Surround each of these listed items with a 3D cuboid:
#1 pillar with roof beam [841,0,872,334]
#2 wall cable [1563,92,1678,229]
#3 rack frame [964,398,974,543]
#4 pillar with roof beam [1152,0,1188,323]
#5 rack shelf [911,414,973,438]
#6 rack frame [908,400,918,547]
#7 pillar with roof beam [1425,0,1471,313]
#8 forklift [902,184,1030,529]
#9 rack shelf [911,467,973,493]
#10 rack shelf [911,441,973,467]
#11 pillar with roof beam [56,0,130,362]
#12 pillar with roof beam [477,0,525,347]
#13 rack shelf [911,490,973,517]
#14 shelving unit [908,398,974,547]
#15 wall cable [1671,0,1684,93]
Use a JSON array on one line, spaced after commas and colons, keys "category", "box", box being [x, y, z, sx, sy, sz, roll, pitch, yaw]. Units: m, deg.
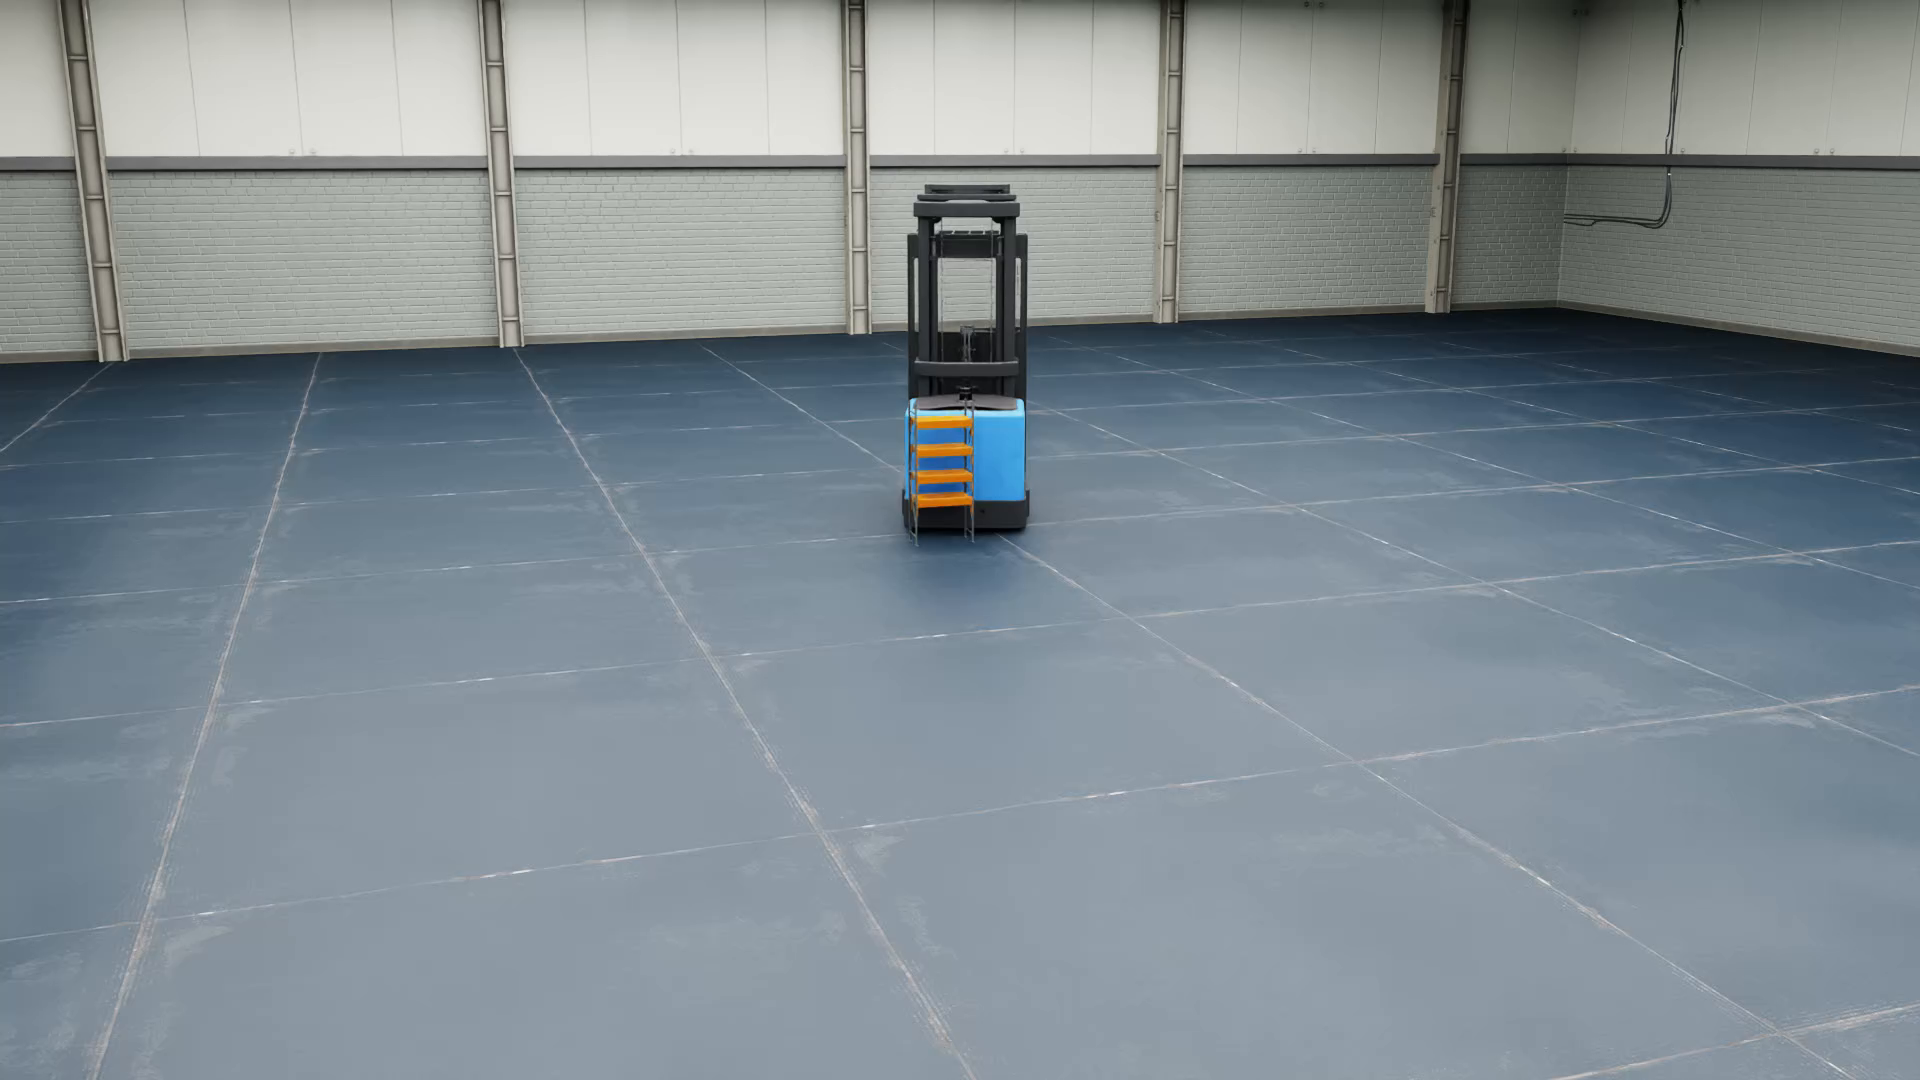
[{"category": "pillar with roof beam", "box": [-0.429, -7.121, 24.633, 0.400, 9.000, 9.100, -4, 14, -18]}, {"category": "wall cable", "box": [12.785, -7.367, 32.380, 0.112, 2.526, 3.097, -4, 14, -18]}, {"category": "rack frame", "box": [0.077, -0.583, 14.000, 0.015, 1.200, 0.240, -4, 14, -15]}, {"category": "pillar with roof beam", "box": [5.258, -7.564, 26.494, 0.400, 9.000, 9.100, -4, 14, -18]}, {"category": "rack shelf", "box": [-0.158, -0.950, 13.846, 0.480, 0.148, 0.258, -4, 14, -15]}, {"category": "rack frame", "box": [-0.393, -0.553, 13.874, 0.015, 1.200, 0.240, -4, 14, -15]}, {"category": "pillar with roof beam", "box": [10.944, -8.006, 28.356, 0.400, 9.000, 9.100, -4, 14, -18]}, {"category": "forklift", "box": [0.074, -1.809, 15.413, 1.130, 2.935, 3.031, 0, 13, 1]}, {"category": "rack shelf", "box": [-0.158, -0.502, 13.952, 0.480, 0.148, 0.258, -4, 14, -15]}, {"category": "rack shelf", "box": [-0.158, -0.720, 13.901, 0.480, 0.148, 0.258, -4, 14, -15]}, {"category": "pillar with roof beam", "box": [-11.802, -6.235, 20.909, 0.400, 9.000, 9.100, -4, 14, -18]}, {"category": "pillar with roof beam", "box": [-6.116, -6.678, 22.771, 0.400, 9.000, 9.100, -4, 14, -18]}, {"category": "rack shelf", "box": [-0.158, -0.309, 13.998, 0.480, 0.148, 0.258, -4, 14, -15]}, {"category": "shelving unit", "box": [-0.158, -0.568, 13.937, 0.503, 1.200, 0.258, -4, 14, -15]}, {"category": "wall cable", "box": [13.648, -9.231, 29.301, 0.112, 2.526, 3.097, -4, 14, -18]}]
